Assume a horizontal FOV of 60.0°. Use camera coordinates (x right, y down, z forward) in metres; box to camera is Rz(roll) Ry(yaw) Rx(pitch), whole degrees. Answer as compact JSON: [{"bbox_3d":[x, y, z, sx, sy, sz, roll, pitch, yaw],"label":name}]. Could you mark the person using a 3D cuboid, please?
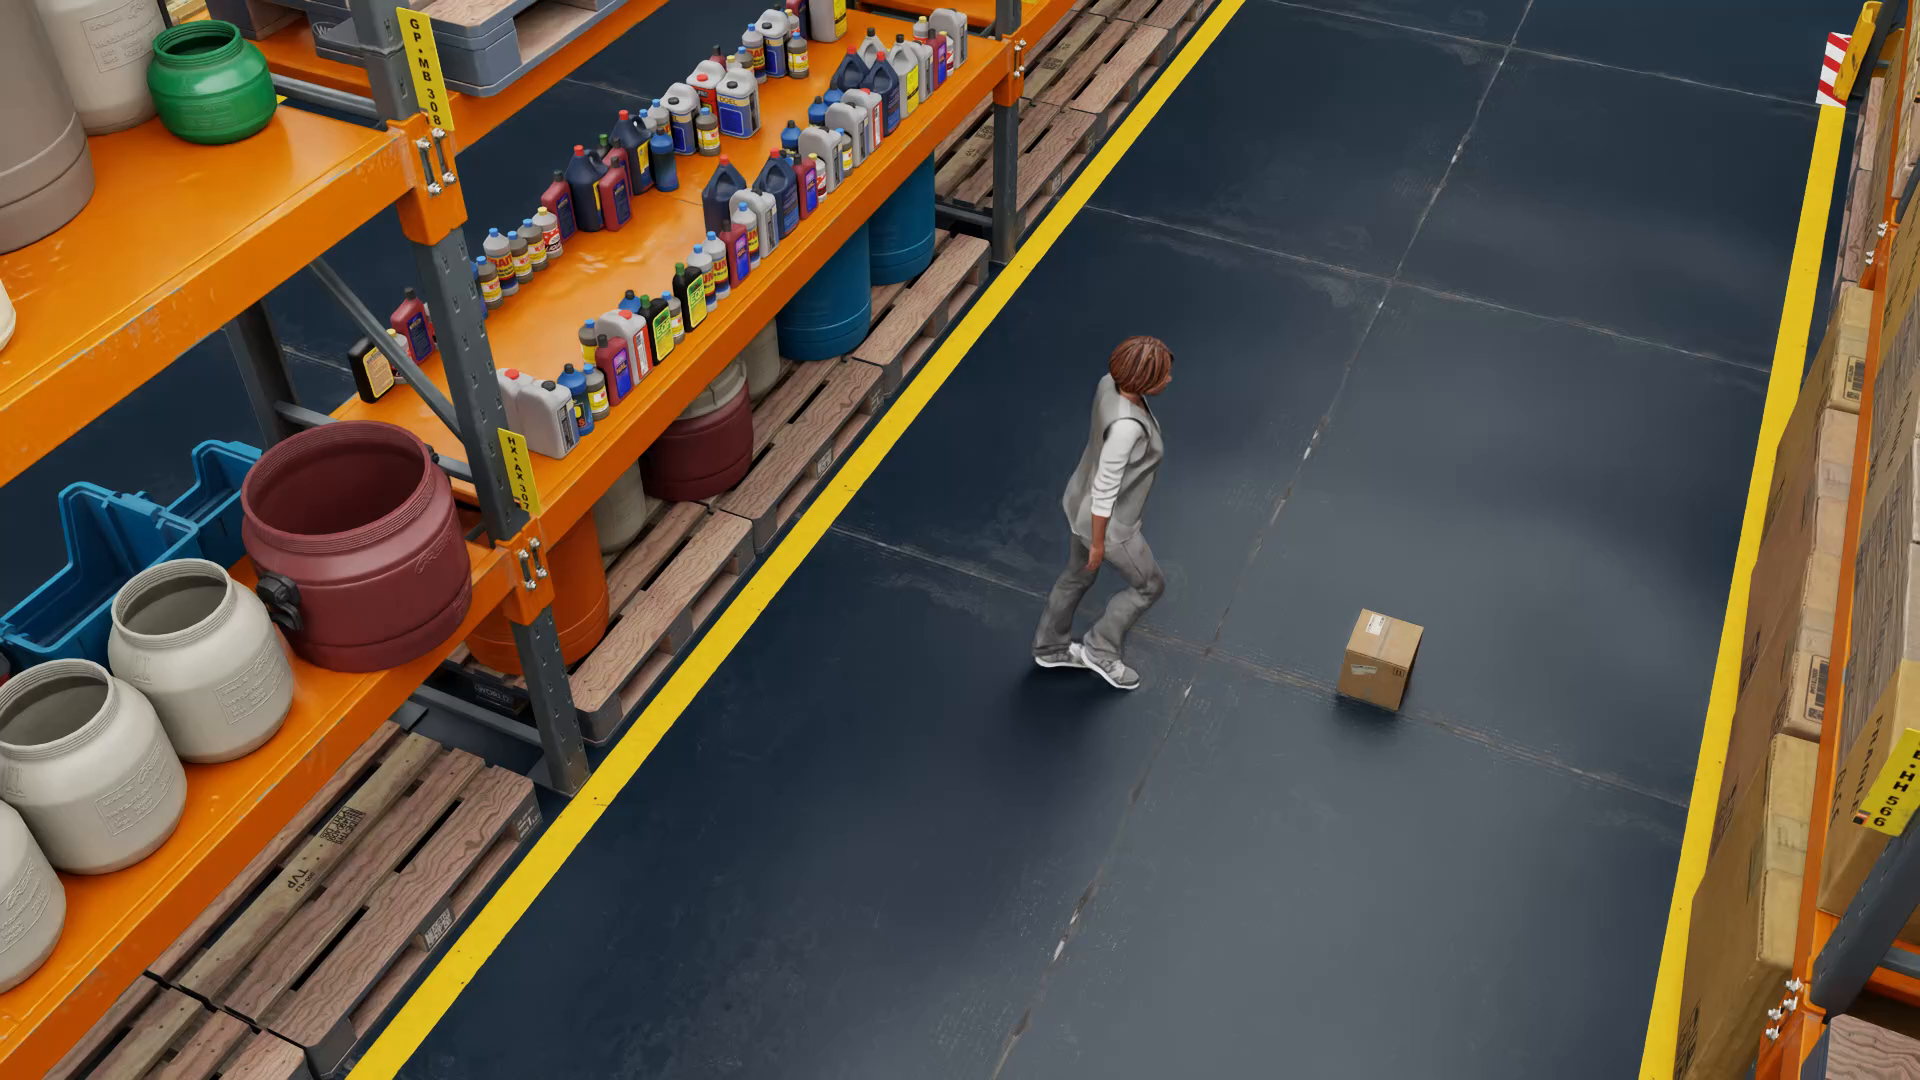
[{"bbox_3d":[0.528,-0.085,6.246,0.492,1.569,0.424,-6,43,-6],"label":"person"}]
